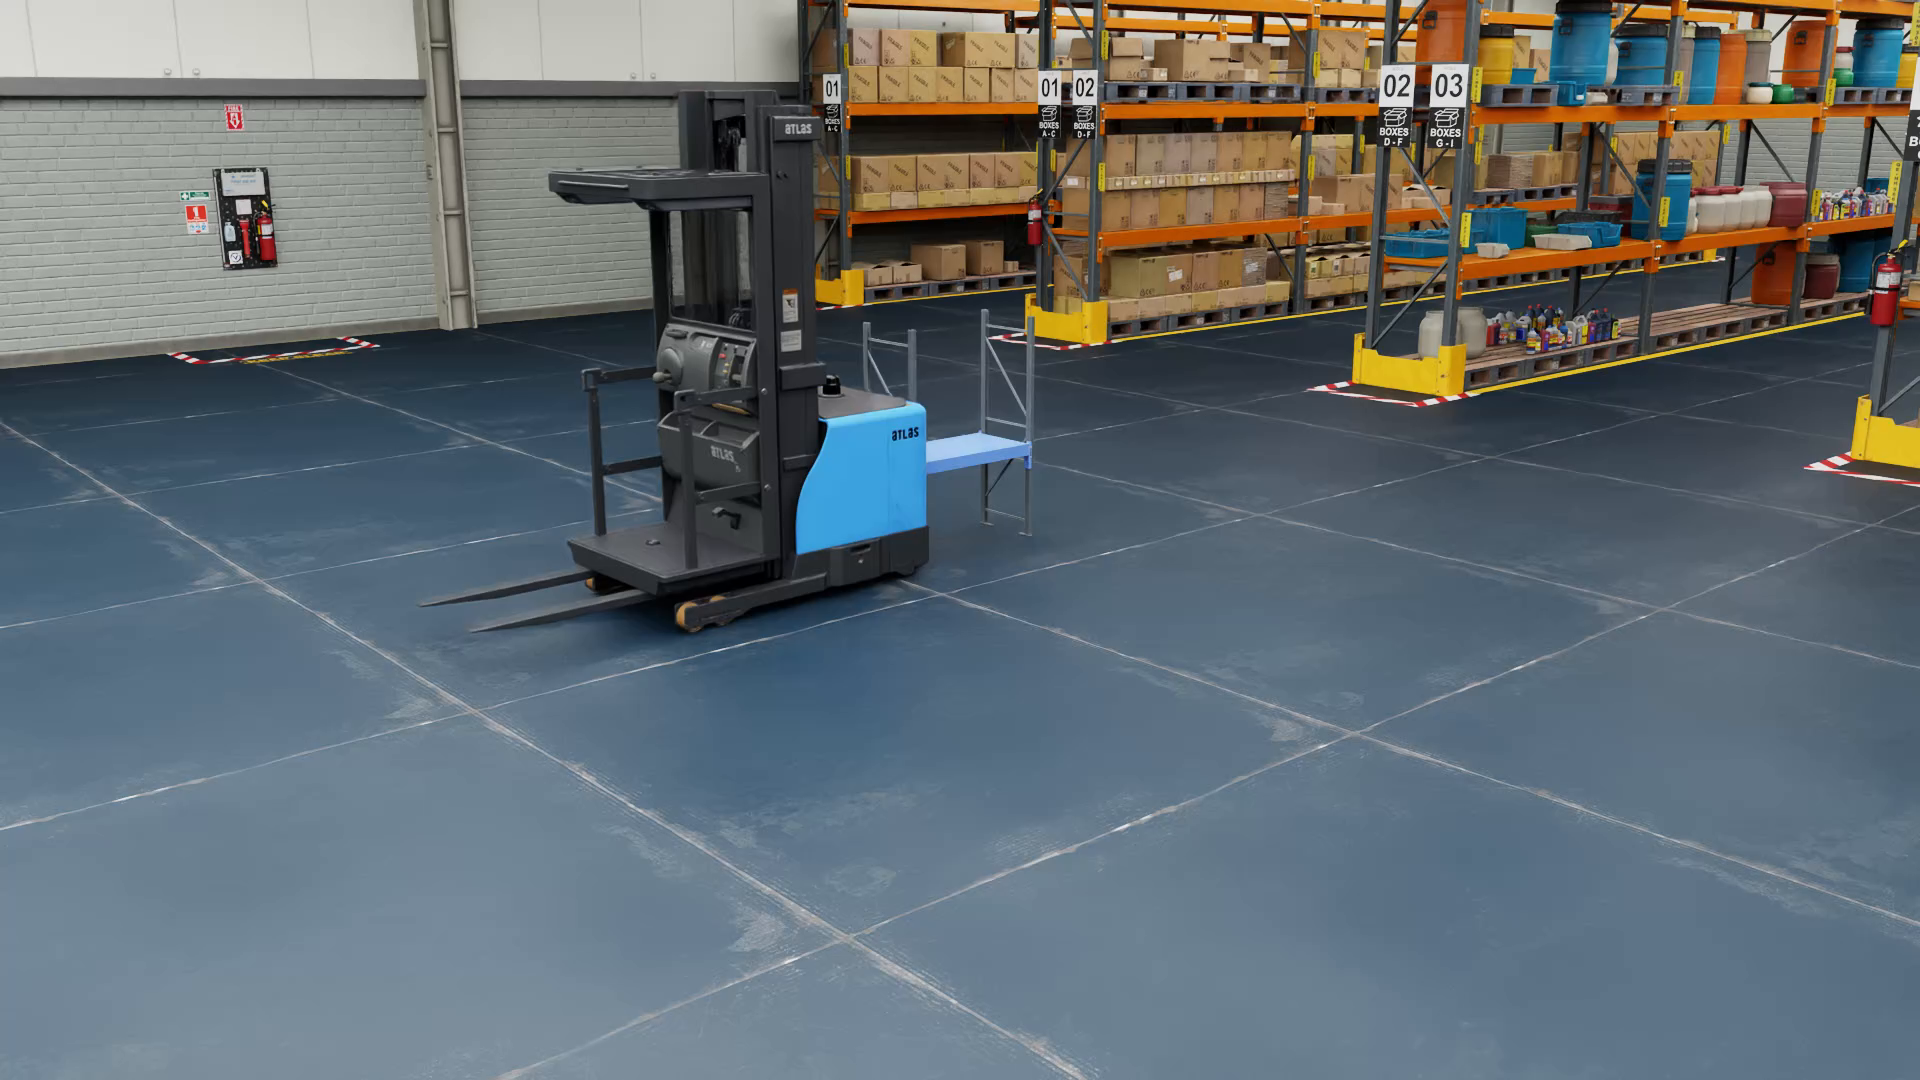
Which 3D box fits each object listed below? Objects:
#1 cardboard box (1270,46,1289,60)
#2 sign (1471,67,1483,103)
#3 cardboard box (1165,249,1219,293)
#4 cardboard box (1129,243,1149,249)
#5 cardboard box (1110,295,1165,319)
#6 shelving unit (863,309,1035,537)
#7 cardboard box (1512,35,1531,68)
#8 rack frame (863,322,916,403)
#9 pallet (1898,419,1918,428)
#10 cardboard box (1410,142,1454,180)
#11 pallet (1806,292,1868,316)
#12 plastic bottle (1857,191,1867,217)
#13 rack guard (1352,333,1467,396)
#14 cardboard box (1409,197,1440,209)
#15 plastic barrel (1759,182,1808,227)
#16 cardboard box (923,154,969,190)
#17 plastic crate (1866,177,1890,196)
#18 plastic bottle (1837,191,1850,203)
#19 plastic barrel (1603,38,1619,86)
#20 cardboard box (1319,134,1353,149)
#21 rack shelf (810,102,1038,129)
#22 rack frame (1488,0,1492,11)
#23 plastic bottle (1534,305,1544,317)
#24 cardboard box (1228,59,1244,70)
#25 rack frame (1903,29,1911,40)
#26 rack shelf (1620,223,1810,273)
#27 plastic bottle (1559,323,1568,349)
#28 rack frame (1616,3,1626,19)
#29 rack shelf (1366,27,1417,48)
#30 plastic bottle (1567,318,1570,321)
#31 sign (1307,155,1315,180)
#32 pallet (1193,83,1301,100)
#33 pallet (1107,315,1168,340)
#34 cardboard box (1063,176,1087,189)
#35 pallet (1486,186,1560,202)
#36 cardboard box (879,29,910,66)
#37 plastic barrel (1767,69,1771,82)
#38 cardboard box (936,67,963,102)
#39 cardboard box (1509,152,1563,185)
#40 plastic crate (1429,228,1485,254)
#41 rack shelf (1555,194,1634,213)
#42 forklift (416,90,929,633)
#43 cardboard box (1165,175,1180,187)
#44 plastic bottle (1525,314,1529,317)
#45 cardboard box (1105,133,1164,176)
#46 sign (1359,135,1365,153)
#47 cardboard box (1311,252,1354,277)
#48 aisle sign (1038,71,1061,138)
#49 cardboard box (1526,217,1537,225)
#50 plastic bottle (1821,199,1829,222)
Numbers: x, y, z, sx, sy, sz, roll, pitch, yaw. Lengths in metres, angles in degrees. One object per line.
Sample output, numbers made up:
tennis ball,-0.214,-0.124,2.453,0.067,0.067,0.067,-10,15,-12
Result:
cardboard box,5.965,-8.812,30.116,0.500,0.250,0.500,-13,20,-41
sign,4.930,-4.344,15.870,0.005,0.325,0.100,-13,19,-39
cardboard box,3.008,-3.501,21.606,0.500,0.500,0.500,-13,19,-39
cardboard box,2.774,-5.001,28.150,0.500,0.500,0.700,-13,20,-40
cardboard box,2.249,-2.971,21.073,0.500,0.250,0.500,-13,19,-39
shelving unit,-0.064,-0.710,11.002,1.048,1.500,0.538,-13,19,-39
cardboard box,8.462,-7.544,25.738,0.500,0.500,0.500,-13,19,-39
rack frame,-0.448,-0.624,10.680,0.032,1.500,0.500,-13,19,-39
pallet,8.517,-0.830,13.950,1.213,0.211,1.003,-13,19,-39
cardboard box,9.220,-7.569,33.191,0.700,0.700,0.980,-13,20,-40
pallet,12.095,-3.354,23.396,1.213,0.211,1.003,-13,19,-39
plastic bottle,12.316,-4.601,22.759,0.185,0.351,0.144,-13,19,-39
rack guard,4.599,-1.813,17.067,0.348,0.500,1.175,-13,19,-39
cardboard box,6.862,-4.991,24.609,0.250,0.149,0.380,-13,19,-39
plastic barrel,10.457,-4.282,21.203,0.708,0.536,0.600,-13,19,-39
cardboard box,-0.218,-5.507,24.852,0.500,0.500,0.500,-12,19,-38
plastic crate,13.754,-5.198,24.812,0.575,0.384,0.392,-13,19,-39
plastic bottle,12.114,-4.608,22.785,0.185,0.351,0.144,-13,19,-39
plastic barrel,7.136,-5.347,18.613,0.421,0.512,0.421,0,15,0
cardboard box,6.937,-7.395,30.860,0.500,0.250,0.500,-12,19,-38
rack shelf,-0.422,-6.367,24.857,4.000,0.370,1.077,-13,19,-39
rack frame,10.139,-10.536,33.256,0.127,3.000,1.000,-13,19,-39
plastic bottle,6.709,-2.553,19.275,0.185,0.351,0.144,-12,19,-38
cardboard box,3.381,-6.192,21.894,0.500,0.311,0.500,-14,20,-42
rack frame,13.625,-7.930,23.499,0.127,3.000,1.000,-13,19,-39
rack shelf,9.099,-3.667,20.560,4.000,0.370,1.077,-13,19,-39
plastic bottle,6.632,-2.249,18.290,0.097,0.271,0.097,0,15,0
rack frame,10.376,-8.894,27.111,0.127,3.000,1.000,-13,19,-39
rack shelf,8.631,-9.656,32.132,4.000,0.370,1.077,-13,19,-39
plastic bottle,6.818,-2.339,18.606,0.133,0.283,0.061,-13,19,-39
sign,4.707,-4.990,22.286,0.005,0.325,0.100,-13,19,-39
pallet,3.715,-5.898,21.876,1.213,0.211,1.003,-13,19,-39
pallet,1.873,-2.754,21.150,1.213,0.211,1.003,-13,19,-39
cardboard box,1.487,-4.427,20.559,0.250,0.149,0.380,-13,20,-40
pallet,8.823,-5.556,26.610,1.213,0.211,1.003,-13,19,-39
cardboard box,-1.069,-7.010,23.700,0.500,0.500,0.500,-13,20,-40
plastic barrel,10.172,-5.864,21.361,0.421,0.512,0.421,0,15,0
cardboard box,-0.306,-6.710,24.512,0.500,0.500,0.500,-11,19,-36
cardboard box,9.395,-6.082,27.198,0.500,0.500,0.700,-9,17,-31
plastic crate,5.247,-3.178,17.625,0.408,0.251,0.499,-13,19,-39
rack shelf,11.885,-5.987,29.246,4.000,0.370,1.077,-13,19,-39
forklift,-1.627,-1.051,9.506,3.031,2.935,1.130,-13,20,-40
cardboard box,2.539,-4.525,20.926,0.250,0.149,0.380,-14,20,-41
plastic bottle,6.480,-2.450,19.045,0.097,0.271,0.097,0,15,0
cardboard box,2.118,-4.814,20.752,0.500,0.500,0.700,-13,20,-41
sign,7.485,-7.377,30.965,0.005,0.325,0.100,-13,19,-39
cardboard box,5.198,-3.892,23.434,0.500,0.311,0.500,-13,20,-40
aisle sign,1.082,-5.265,20.112,0.004,0.787,0.394,-13,19,-39
cardboard box,9.097,-5.159,27.291,0.500,0.250,0.500,-13,19,-39
plastic bottle,11.424,-4.354,21.965,0.133,0.283,0.061,-13,19,-39
